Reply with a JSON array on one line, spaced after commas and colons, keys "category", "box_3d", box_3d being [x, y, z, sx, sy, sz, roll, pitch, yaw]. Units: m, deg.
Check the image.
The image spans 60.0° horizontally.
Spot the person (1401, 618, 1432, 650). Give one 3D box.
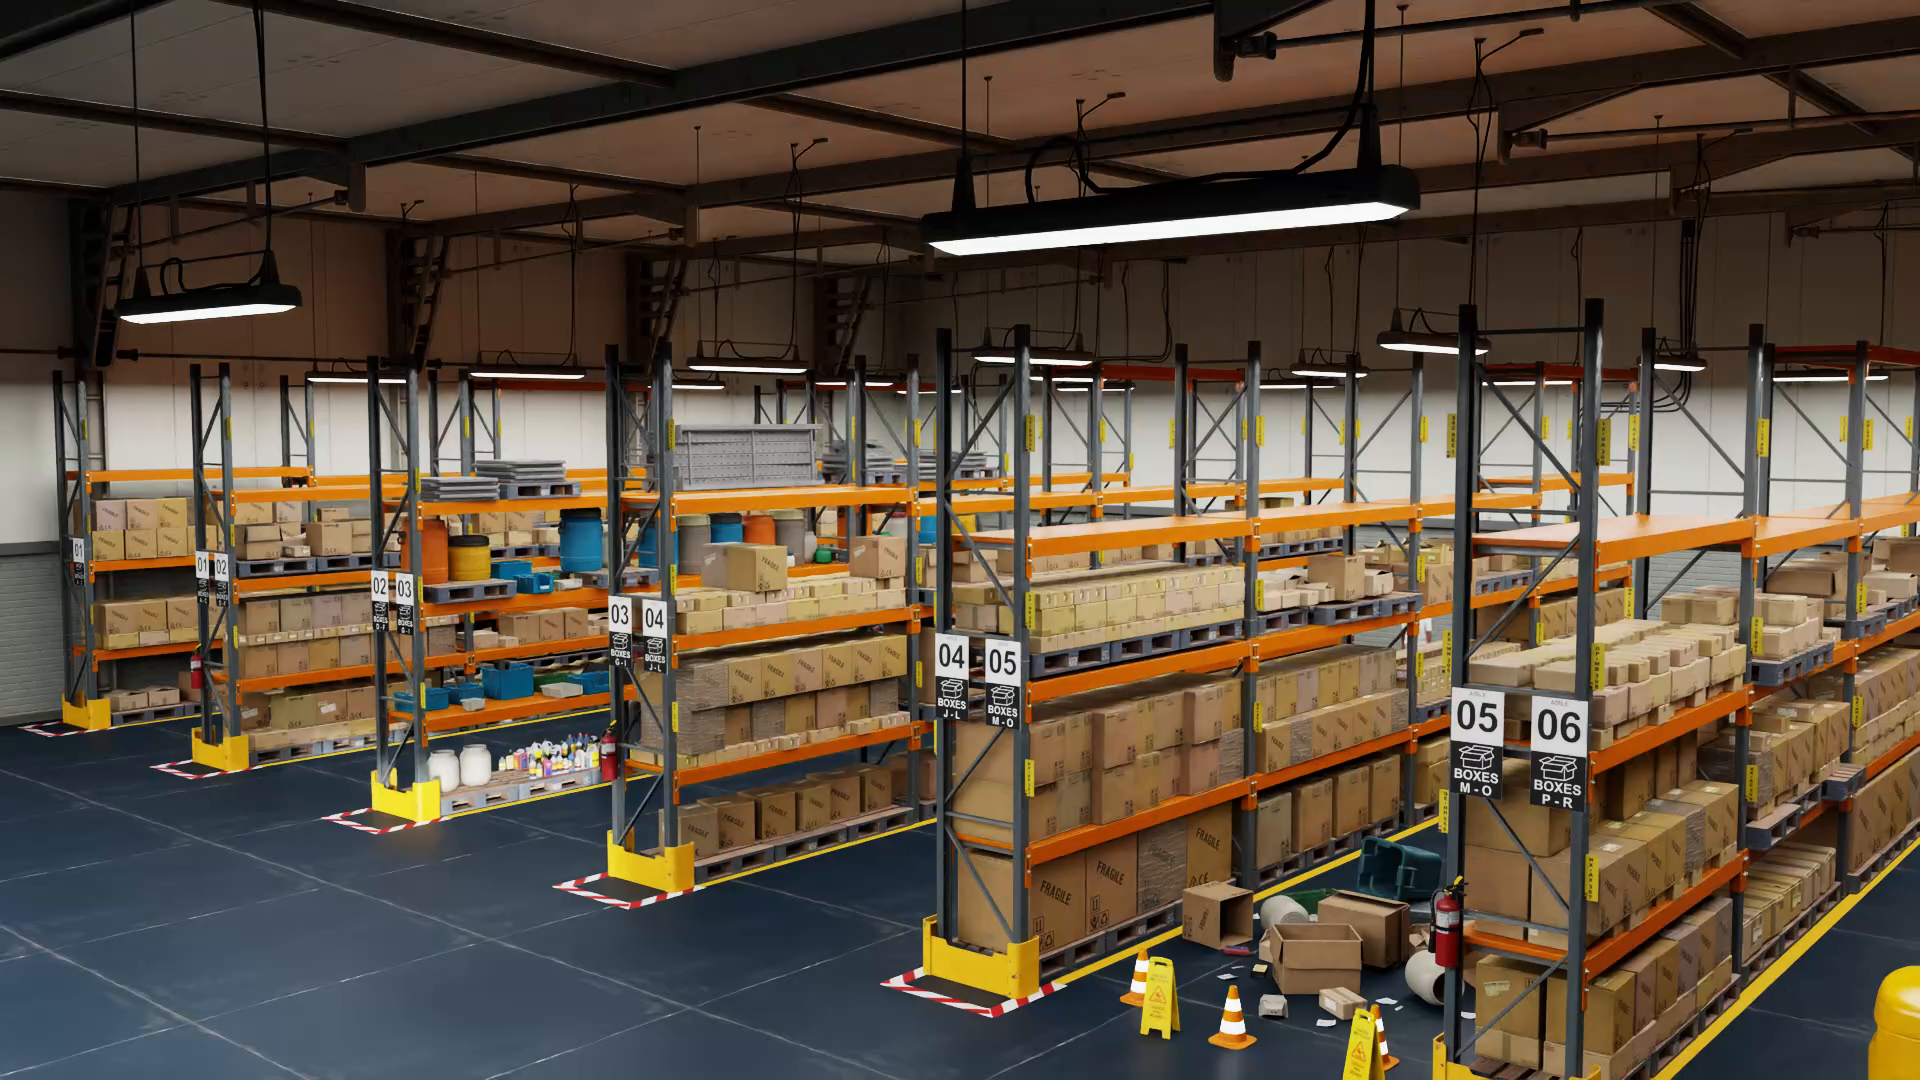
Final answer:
[{"category": "person", "box_3d": [8.732, 1.996, 31.813, 0.554, 1.701, 1.121, 1, 4, 13]}]

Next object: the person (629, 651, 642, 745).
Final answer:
[{"category": "person", "box_3d": [-5.249, 2.478, 26.289, 0.717, 1.597, 0.525, -1, 4, -11]}]
